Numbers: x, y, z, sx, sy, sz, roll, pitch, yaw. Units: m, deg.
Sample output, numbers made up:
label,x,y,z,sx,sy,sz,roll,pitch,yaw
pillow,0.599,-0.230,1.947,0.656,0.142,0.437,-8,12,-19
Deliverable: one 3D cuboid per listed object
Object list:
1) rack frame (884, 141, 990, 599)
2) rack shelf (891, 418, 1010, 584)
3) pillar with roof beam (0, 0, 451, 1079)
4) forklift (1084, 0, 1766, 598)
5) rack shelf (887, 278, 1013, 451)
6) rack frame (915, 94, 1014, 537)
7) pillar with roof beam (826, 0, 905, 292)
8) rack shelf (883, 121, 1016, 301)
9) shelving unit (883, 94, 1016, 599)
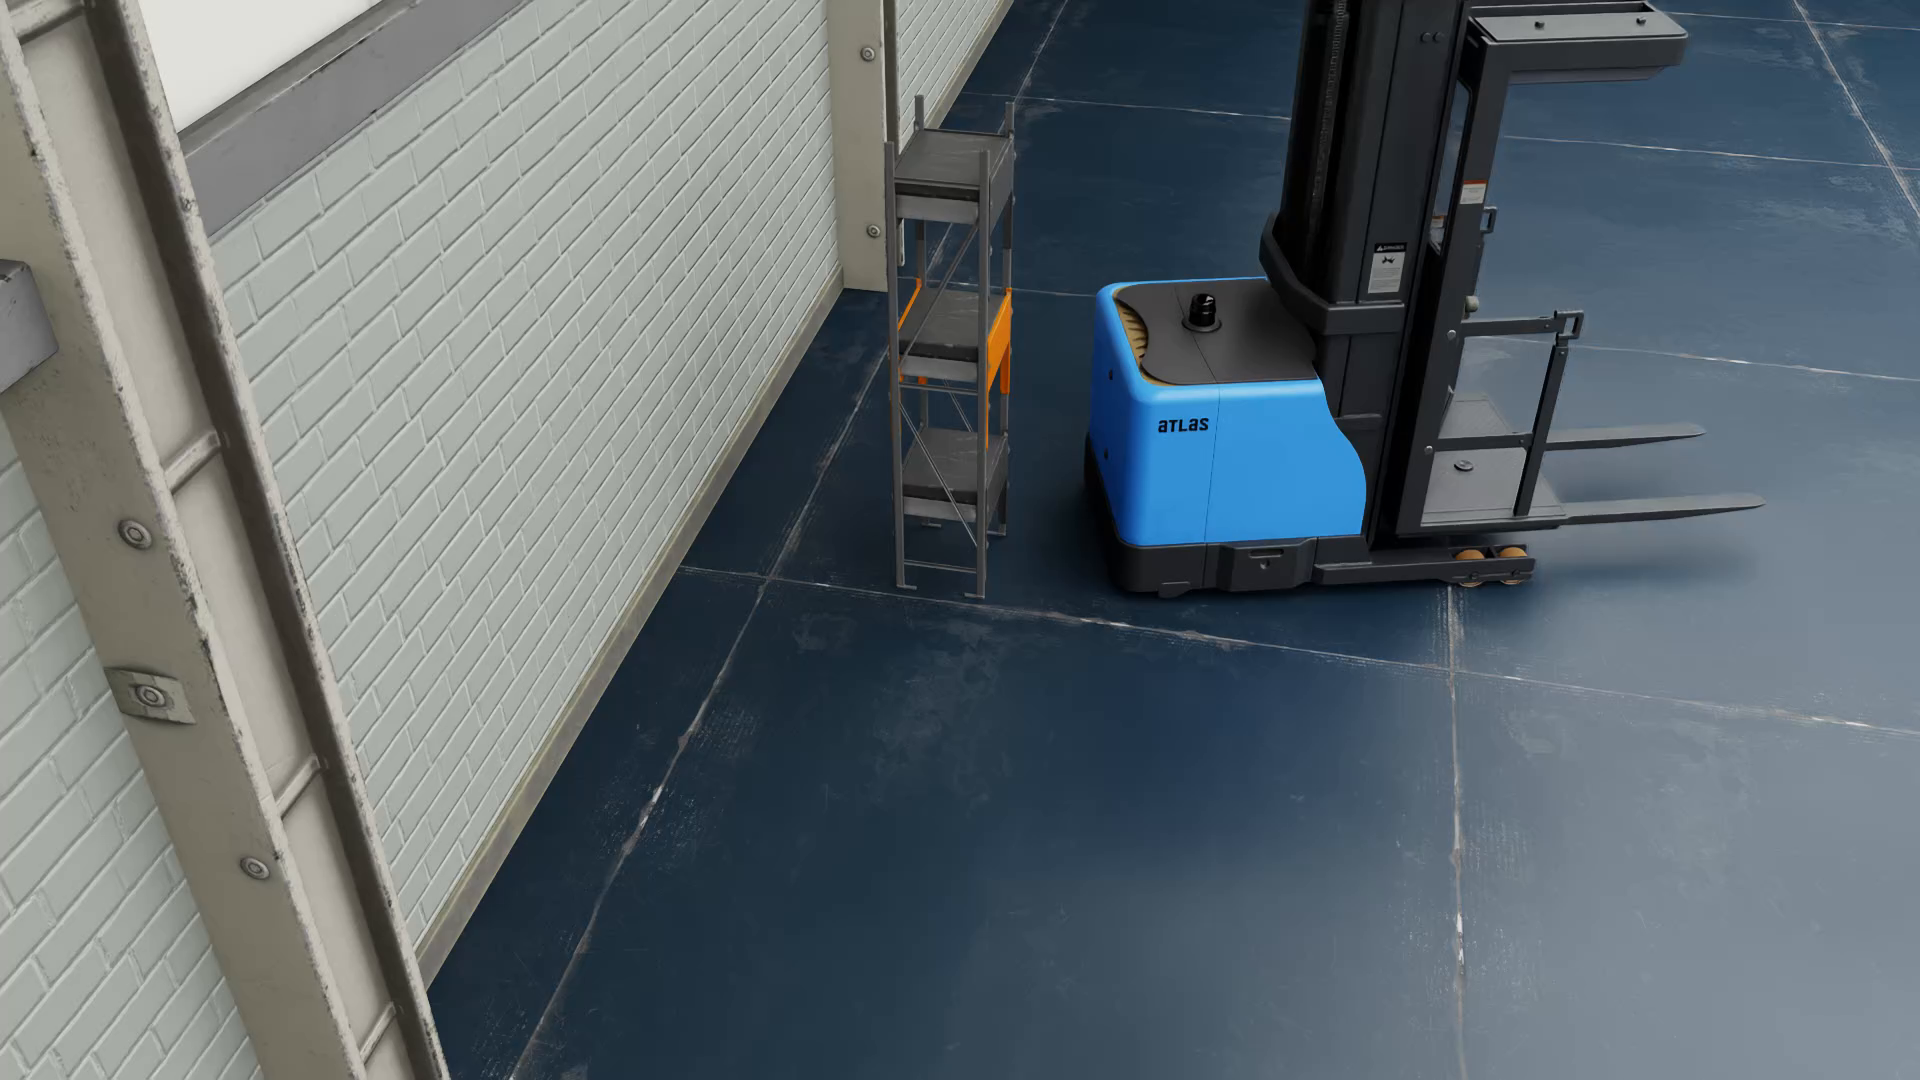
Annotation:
label,x,y,z,sx,sy,sz,roll,pitch,yaw
rack frame,-0.087,-0.615,6.810,0.400,2.100,0.015,7,37,10
rack shelf,-0.035,-0.177,7.422,0.431,0.518,0.480,7,37,10
pillar with roof beam,2.397,-1.252,1.810,9.100,9.000,0.400,7,37,10
forklift,2.149,-1.283,7.023,3.031,2.935,1.130,-3,36,-4
rack shelf,-0.035,-0.744,7.011,0.431,0.518,0.480,7,37,10
rack frame,0.017,-0.895,7.196,0.400,2.100,0.015,7,37,10
pillar with roof beam,3.678,-4.692,6.556,9.100,9.000,0.400,7,37,10
rack shelf,-0.035,-1.311,6.600,0.431,0.518,0.480,7,37,10
shelving unit,-0.035,-0.755,7.003,0.431,2.100,0.503,7,37,10
